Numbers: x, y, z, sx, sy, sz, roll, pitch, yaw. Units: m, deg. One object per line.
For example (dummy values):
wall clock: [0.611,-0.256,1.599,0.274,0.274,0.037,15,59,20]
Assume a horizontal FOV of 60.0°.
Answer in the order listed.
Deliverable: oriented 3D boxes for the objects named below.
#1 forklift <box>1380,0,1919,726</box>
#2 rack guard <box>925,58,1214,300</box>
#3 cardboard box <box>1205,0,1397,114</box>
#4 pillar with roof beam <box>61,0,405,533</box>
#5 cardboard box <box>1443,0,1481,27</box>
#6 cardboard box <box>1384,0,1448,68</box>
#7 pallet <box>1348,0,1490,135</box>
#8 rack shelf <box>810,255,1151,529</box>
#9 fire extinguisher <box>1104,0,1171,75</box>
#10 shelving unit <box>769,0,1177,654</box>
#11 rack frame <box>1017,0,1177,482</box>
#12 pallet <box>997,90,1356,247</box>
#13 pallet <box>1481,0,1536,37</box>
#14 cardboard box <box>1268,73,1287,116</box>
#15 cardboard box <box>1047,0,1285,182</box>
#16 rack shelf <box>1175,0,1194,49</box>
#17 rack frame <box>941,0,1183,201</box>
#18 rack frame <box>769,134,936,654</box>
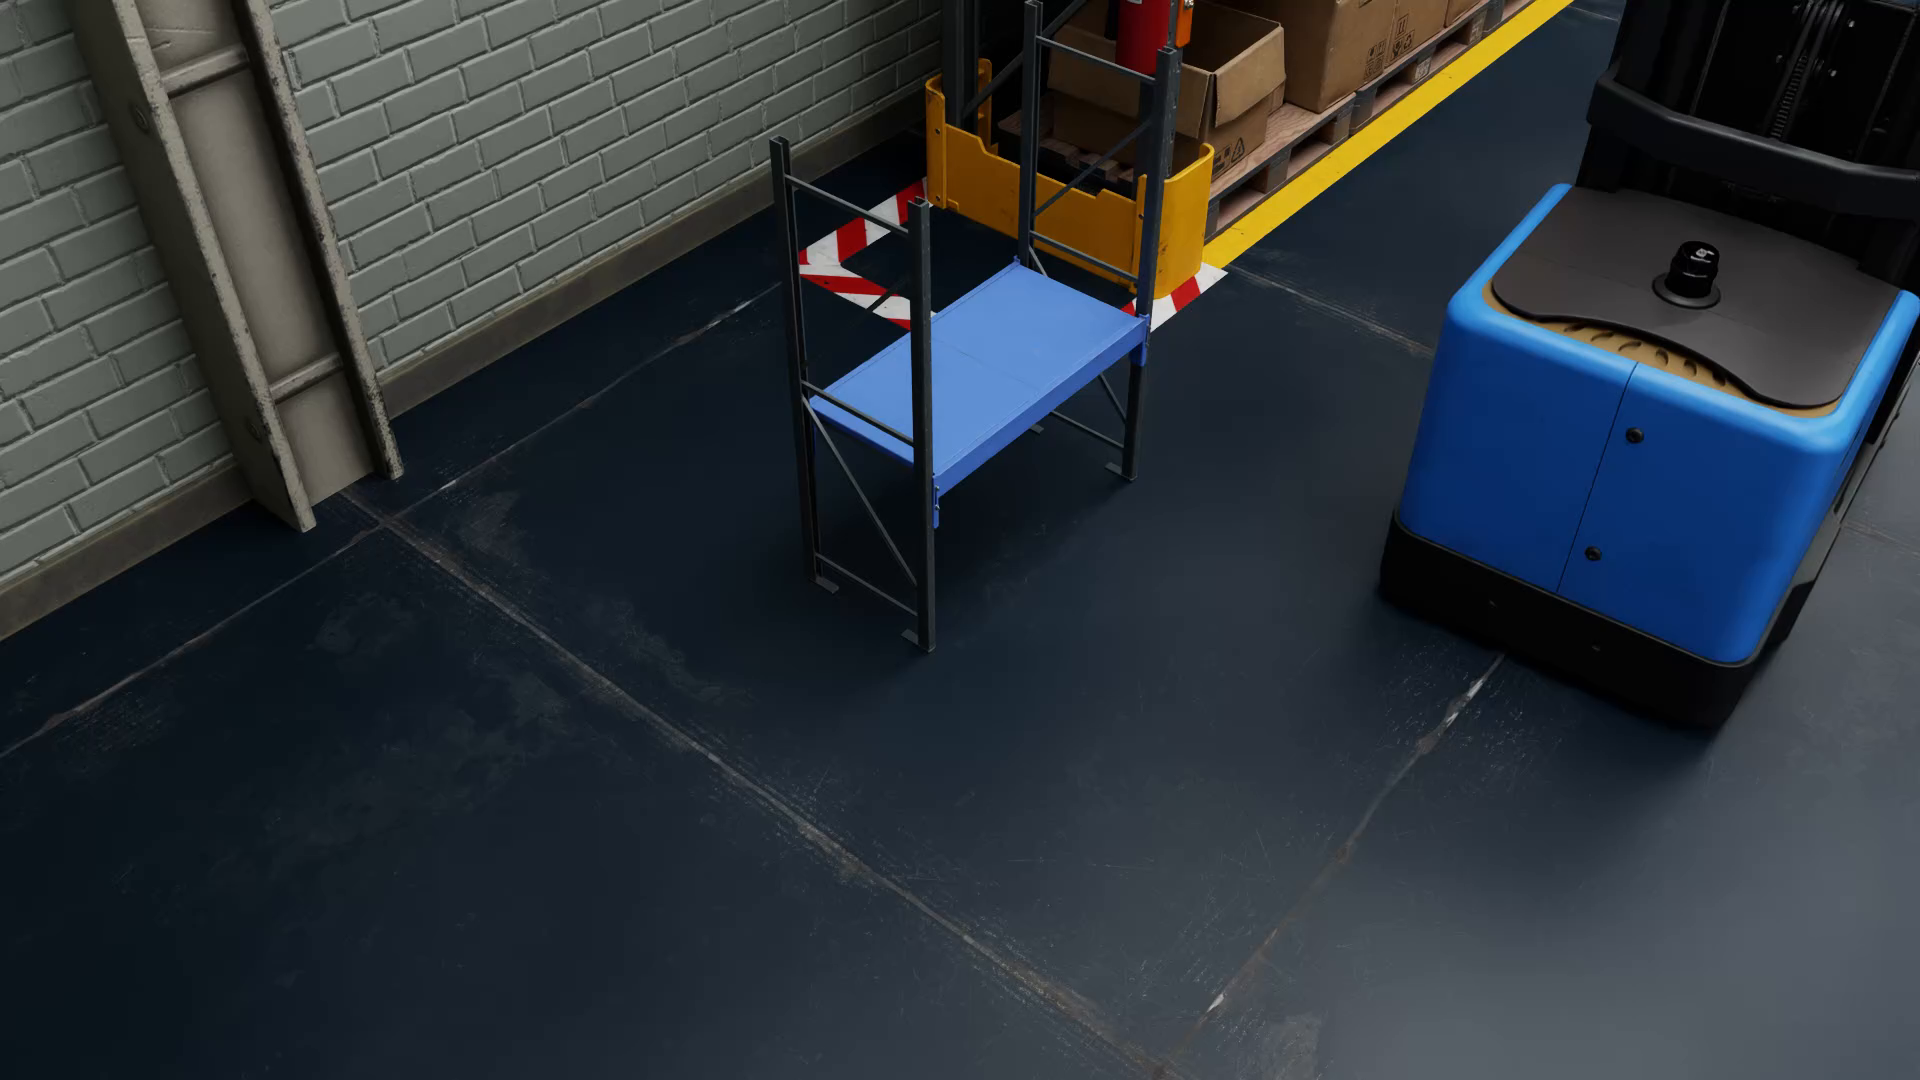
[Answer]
forklift: [2.544,-1.519,4.742,1.130,2.935,3.031,26,48,26]
rack guard: [0.397,-1.411,6.430,1.175,0.500,0.348,29,50,28]
cardboard box: [1.394,-2.224,7.012,0.700,0.500,0.500,32,51,30]
pillar with roof beam: [1.218,-1.654,0.380,9.100,9.000,0.400,29,50,28]
cardboard box: [2.063,-2.759,7.600,0.700,0.500,0.500,28,49,27]
cardboard box: [1.811,-2.453,7.264,0.500,0.500,0.500,30,50,29]
pallet: [1.695,-2.340,7.667,1.003,0.211,1.213,29,50,28]
rack shelf: [0.055,-0.466,4.915,0.538,0.185,1.000,29,50,28]
fire extinguisher: [0.607,-1.854,5.394,0.296,0.674,0.183,29,50,28]
shelving unit: [0.055,-0.599,4.794,0.538,1.500,1.048,29,50,28]
rack frame: [0.382,-0.861,5.082,0.500,1.500,0.032,29,50,28]
pallet: [0.910,-1.715,6.979,1.003,0.211,1.213,29,50,28]
pallet: [2.480,-2.971,8.361,1.003,0.211,1.213,29,50,28]
cardboard box: [1.118,-1.873,6.887,0.380,0.149,0.250,28,49,27]
cardboard box: [0.815,-1.802,6.546,0.797,0.503,0.637,28,49,27]
rack shelf: [1.635,-3.060,6.920,1.077,0.370,4.000,29,50,28]
rack frame: [0.348,-2.296,5.546,1.000,3.000,0.127,29,50,28]
rack frame: [-0.272,-0.337,4.506,0.500,1.500,0.032,29,50,28]
